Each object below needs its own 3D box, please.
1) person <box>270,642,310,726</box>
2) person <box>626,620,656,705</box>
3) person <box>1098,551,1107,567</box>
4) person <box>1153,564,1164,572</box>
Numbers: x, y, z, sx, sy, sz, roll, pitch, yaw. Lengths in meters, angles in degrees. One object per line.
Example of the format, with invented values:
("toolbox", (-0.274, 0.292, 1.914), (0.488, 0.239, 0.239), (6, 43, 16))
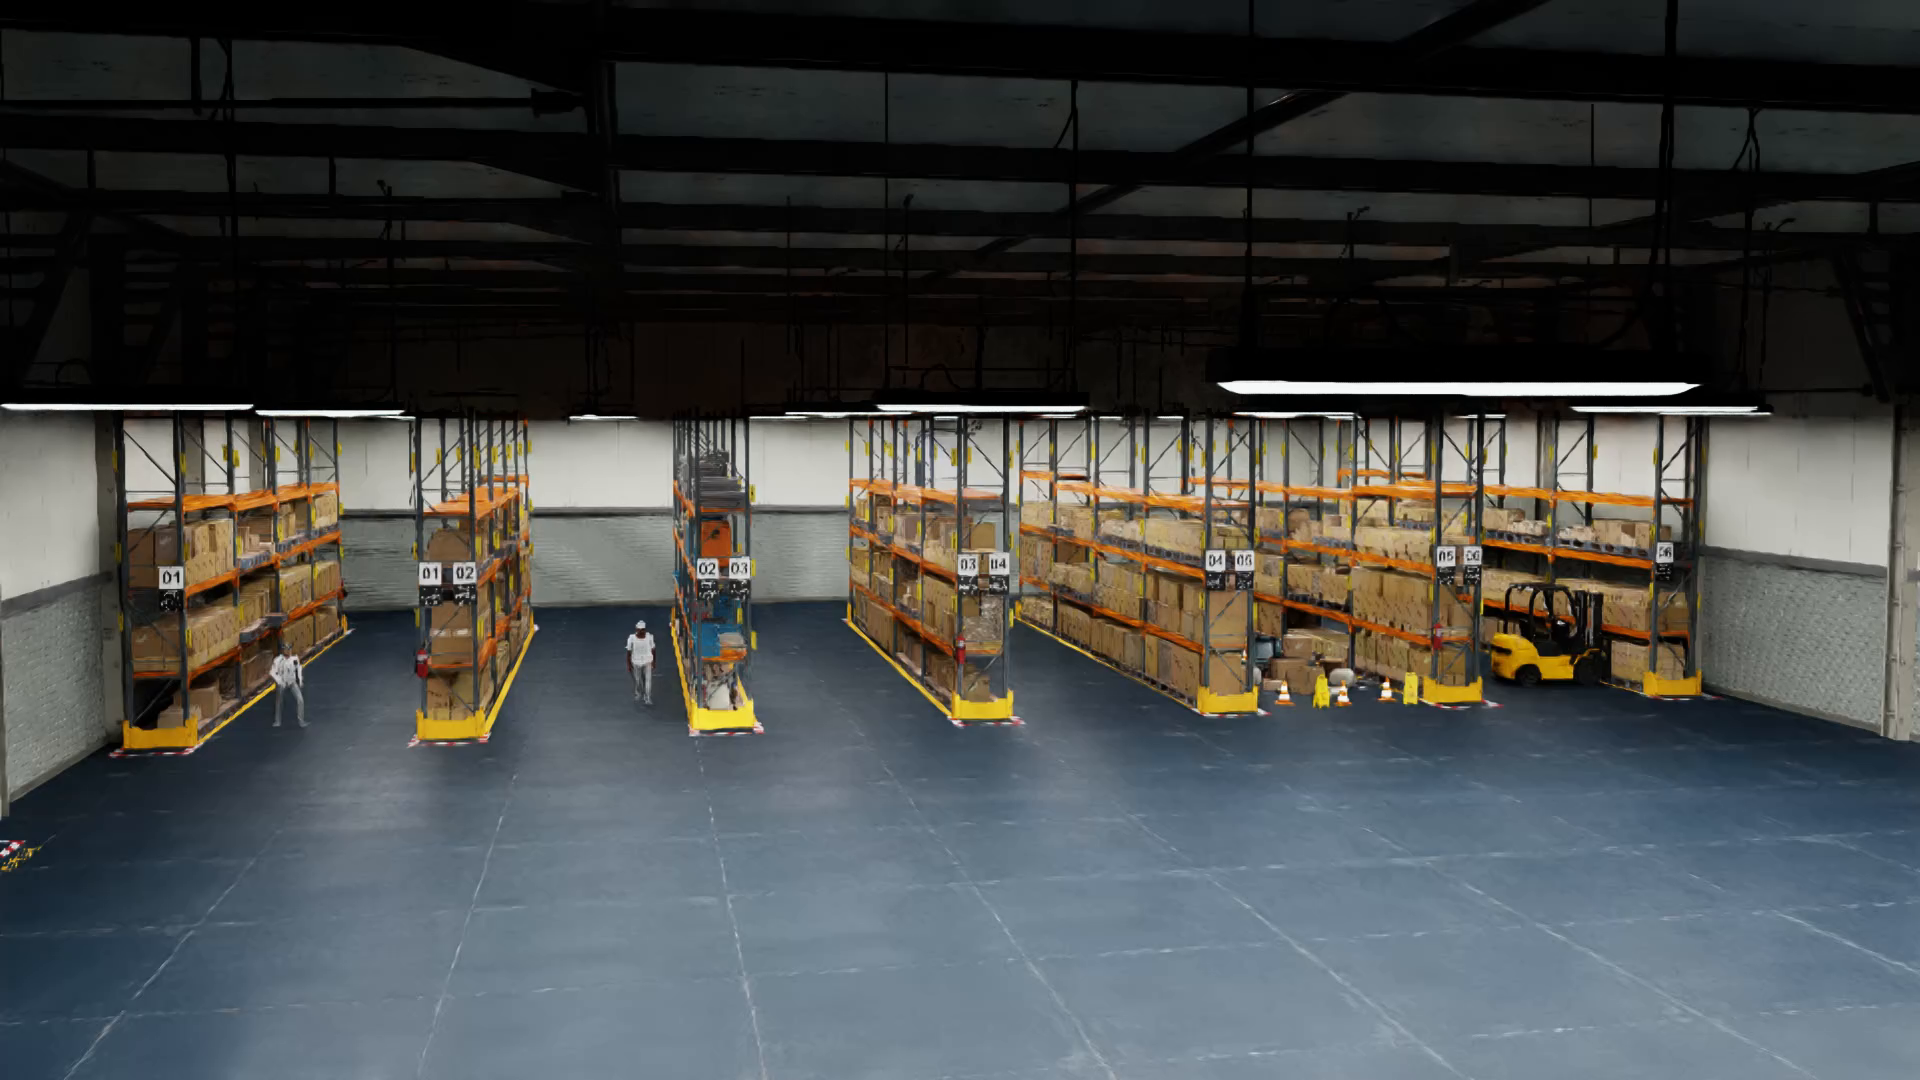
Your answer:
("person", (-12.601, 2.695, 31.174), (0.640, 1.617, 0.771), (-2, 5, -31))
("person", (-6.478, 2.467, 33.759), (0.577, 1.691, 1.121), (-1, 4, -9))
("person", (4.516, 1.196, 51.968), (0.448, 1.647, 0.609), (-4, 6, -43))
("person", (5.750, 1.383, 48.704), (0.627, 1.741, 0.673), (-2, 4, -23))
